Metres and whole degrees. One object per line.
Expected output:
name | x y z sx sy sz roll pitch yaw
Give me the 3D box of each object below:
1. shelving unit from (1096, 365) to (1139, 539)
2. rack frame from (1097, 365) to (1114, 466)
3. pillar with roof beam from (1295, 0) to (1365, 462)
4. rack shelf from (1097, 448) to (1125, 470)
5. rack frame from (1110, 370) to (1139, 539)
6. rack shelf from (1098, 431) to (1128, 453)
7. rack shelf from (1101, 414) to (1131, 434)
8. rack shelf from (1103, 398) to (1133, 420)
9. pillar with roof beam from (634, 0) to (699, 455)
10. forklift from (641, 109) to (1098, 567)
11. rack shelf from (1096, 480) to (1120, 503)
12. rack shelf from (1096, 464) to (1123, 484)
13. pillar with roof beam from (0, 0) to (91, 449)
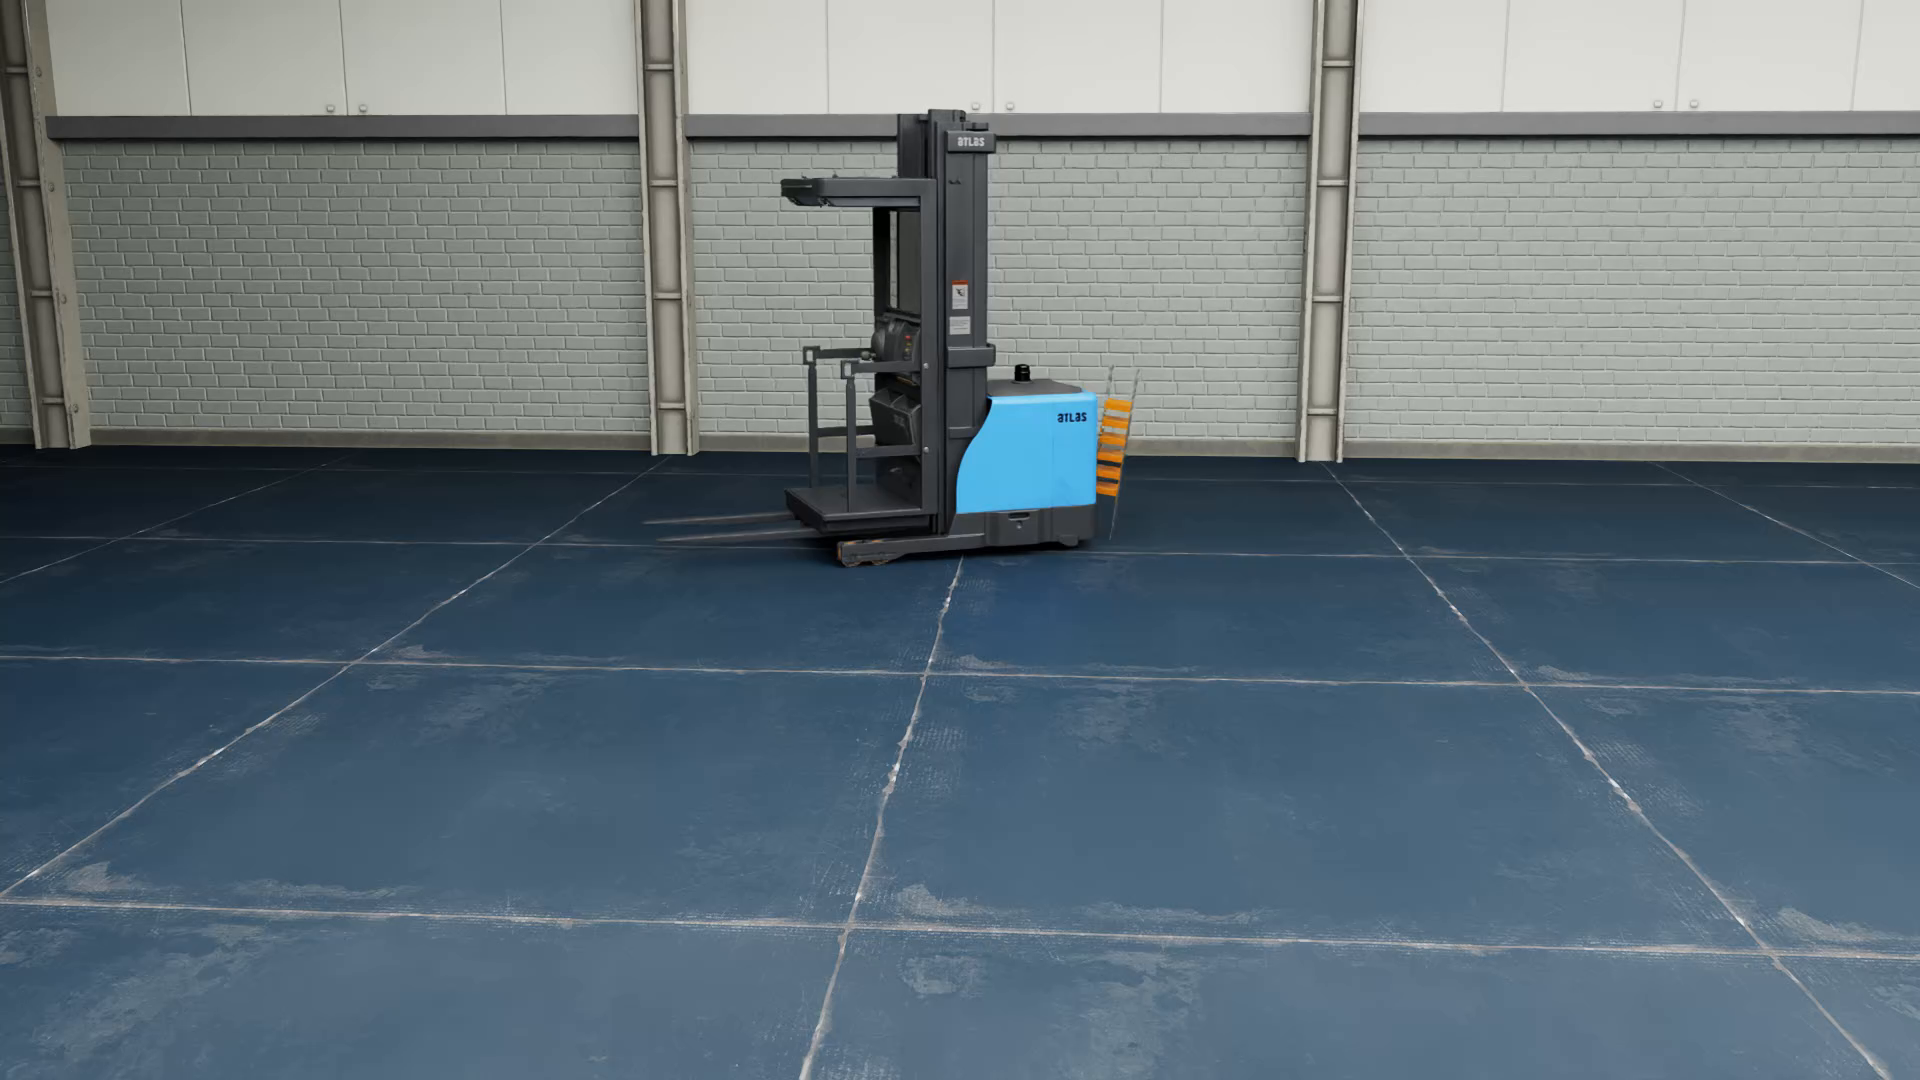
shelving unit | 1.074 -0.622 11.771 0.189 1.200 0.258 10 13 8
rack frame | 0.985 -0.637 11.784 0.006 1.200 0.240 10 13 8
pillar with roof beam | 3.013 -4.268 10.191 0.400 9.000 9.100 1 12 4
rack shelf | 1.068 -0.579 11.781 0.180 0.103 0.258 10 13 8
rack frame | 1.163 -0.606 11.757 0.006 1.200 0.240 10 13 8
rack shelf | 1.084 -0.695 11.753 0.180 0.103 0.258 10 13 8
rack shelf | 1.100 -0.810 11.726 0.180 0.103 0.258 10 13 8
rack shelf | 1.116 -0.926 11.699 0.180 0.103 0.258 10 13 8
pillar with roof beam | -2.974 -4.350 10.584 0.400 9.000 9.100 1 12 4
forklift | -0.620 -1.377 11.190 3.031 2.935 1.130 -4 13 -19
rack shelf | 1.036 -0.347 11.835 0.180 0.103 0.258 10 13 8
rack shelf | 1.052 -0.463 11.808 0.180 0.103 0.258 10 13 8
pillar with roof beam | -8.960 -4.432 10.976 0.400 9.000 9.100 1 12 4
